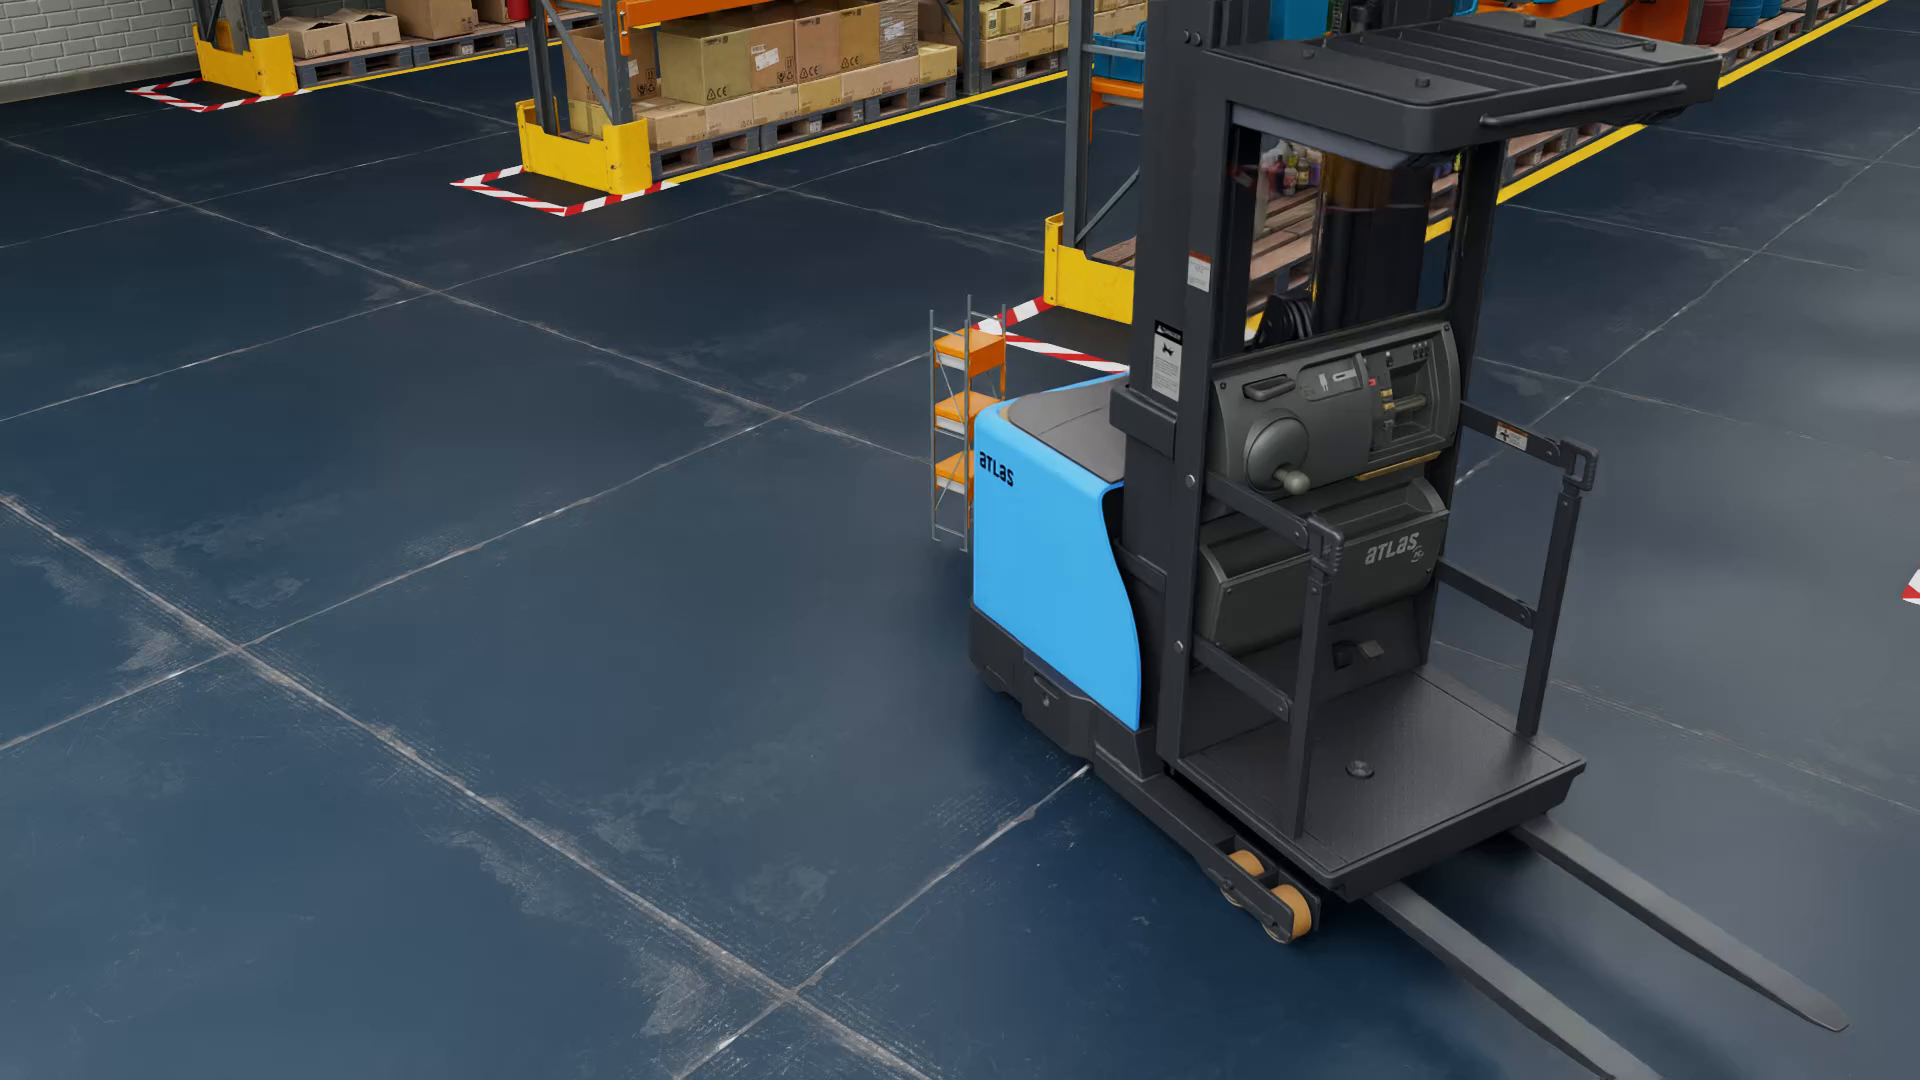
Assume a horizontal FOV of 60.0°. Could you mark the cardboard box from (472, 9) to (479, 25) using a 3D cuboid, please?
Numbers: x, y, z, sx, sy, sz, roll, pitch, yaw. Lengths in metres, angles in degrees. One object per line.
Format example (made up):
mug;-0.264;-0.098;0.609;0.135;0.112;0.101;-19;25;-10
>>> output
cardboard box;-5.107;-5.303;16.860;0.380;0.149;0.250;18;32;30

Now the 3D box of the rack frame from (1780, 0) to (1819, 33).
rack frame;8.658;-6.876;17.277;1.000;3.000;0.127;21;34;34

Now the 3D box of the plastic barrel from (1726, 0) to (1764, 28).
plastic barrel;7.849;-5.692;16.814;0.600;0.901;0.708;21;34;34

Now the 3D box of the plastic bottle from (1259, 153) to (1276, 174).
plastic bottle;2.037;-2.468;11.241;0.152;0.276;0.135;21;34;35

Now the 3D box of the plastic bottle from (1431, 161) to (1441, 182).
plastic bottle;3.261;-2.678;11.566;0.144;0.351;0.185;19;33;32

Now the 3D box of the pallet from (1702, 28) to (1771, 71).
pallet;7.360;-4.942;16.573;1.003;0.211;1.213;21;34;34

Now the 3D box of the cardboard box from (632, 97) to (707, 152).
cardboard box;-2.281;-3.161;12.631;0.500;0.250;0.500;21;34;34

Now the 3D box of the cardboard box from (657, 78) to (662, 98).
cardboard box;-2.372;-3.493;13.273;0.500;0.250;0.500;21;34;34

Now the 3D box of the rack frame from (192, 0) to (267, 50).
rack frame;-6.619;-5.517;14.650;1.000;3.000;0.127;21;34;34

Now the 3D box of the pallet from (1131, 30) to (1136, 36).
pallet;1.741;-5.388;17.435;1.003;0.211;1.213;21;34;34

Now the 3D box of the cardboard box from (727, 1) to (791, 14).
cardboard box;-1.739;-4.182;13.788;0.500;0.500;0.500;21;34;34

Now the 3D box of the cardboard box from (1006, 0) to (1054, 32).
cardboard box;0.528;-4.953;15.484;0.500;0.311;0.500;20;34;34

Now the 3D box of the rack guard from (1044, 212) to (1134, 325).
rack guard;1.038;-1.552;9.706;1.175;0.500;0.348;21;34;34

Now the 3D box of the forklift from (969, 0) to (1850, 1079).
forklift;1.239;-0.354;4.745;1.130;2.935;3.031;-16;31;-28

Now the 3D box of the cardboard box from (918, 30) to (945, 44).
cardboard box;-0.210;-4.686;15.579;0.500;0.250;0.500;20;34;34

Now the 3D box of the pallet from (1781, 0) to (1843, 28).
pallet;9.096;-5.910;18.444;1.003;0.211;1.213;21;34;34

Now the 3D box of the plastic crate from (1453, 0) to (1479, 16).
plastic crate;3.075;-3.502;10.917;0.499;0.251;0.616;21;34;34

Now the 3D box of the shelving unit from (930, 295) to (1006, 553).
shelving unit;0.034;-0.485;7.045;0.215;1.050;0.252;21;34;34

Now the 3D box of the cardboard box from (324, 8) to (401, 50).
cardboard box;-5.747;-4.939;15.981;0.500;0.311;0.500;24;36;38

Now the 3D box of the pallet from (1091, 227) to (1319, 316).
pallet;1.559;-1.710;10.326;1.003;0.211;1.213;21;34;34

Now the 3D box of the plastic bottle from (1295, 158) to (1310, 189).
plastic bottle;2.349;-2.524;11.431;0.097;0.201;0.097;0;27;0

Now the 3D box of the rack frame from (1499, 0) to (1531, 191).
rack frame;3.570;-4.040;11.794;1.000;3.000;0.127;21;34;34

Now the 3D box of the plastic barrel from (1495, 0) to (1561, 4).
plastic barrel;4.049;-4.311;11.773;0.600;0.901;0.708;21;34;34

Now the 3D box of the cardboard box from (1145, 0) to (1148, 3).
cardboard box;1.826;-5.677;16.885;0.500;0.311;0.500;20;34;34

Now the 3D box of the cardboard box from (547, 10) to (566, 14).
cardboard box;-4.392;-5.674;17.558;0.380;0.166;0.250;16;31;28

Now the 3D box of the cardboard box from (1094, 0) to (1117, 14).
cardboard box;1.182;-5.322;16.199;0.500;0.311;0.500;22;34;36

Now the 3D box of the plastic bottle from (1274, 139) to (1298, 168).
plastic bottle;2.227;-2.610;11.435;0.144;0.351;0.185;22;35;36

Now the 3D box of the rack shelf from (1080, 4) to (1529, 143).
rack shelf;2.298;-3.011;10.589;1.077;0.370;4.000;21;34;34

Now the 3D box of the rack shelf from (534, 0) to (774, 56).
rack shelf;-1.522;-4.460;13.390;1.077;0.370;4.000;21;34;34

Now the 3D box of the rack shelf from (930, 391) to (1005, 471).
rack shelf;0.034;-0.476;7.050;0.215;0.259;0.240;21;34;34

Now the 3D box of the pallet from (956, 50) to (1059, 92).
pallet;0.189;-4.523;15.763;1.003;0.211;1.213;21;34;34

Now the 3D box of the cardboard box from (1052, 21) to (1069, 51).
cardboard box;0.851;-4.890;15.973;0.500;0.250;0.500;20;33;33

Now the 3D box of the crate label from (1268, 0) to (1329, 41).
crate label;1.988;-3.369;10.459;0.502;0.435;0.616;21;34;34

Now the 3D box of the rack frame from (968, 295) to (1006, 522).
rack frame;0.112;-0.529;7.129;0.200;1.050;0.008;21;34;34

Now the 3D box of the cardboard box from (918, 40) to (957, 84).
cardboard box;-0.376;-4.226;14.689;0.500;0.250;0.500;21;34;34

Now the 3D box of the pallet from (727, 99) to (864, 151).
pallet;-1.564;-3.546;13.875;1.003;0.211;1.213;21;34;34

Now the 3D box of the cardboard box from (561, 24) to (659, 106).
cardboard box;-2.683;-3.646;12.753;0.500;0.500;0.500;21;34;34

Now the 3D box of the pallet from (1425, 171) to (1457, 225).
pallet;3.111;-2.575;11.998;1.003;0.211;1.213;21;34;34

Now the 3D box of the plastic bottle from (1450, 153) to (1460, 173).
plastic bottle;3.518;-2.762;11.801;0.061;0.283;0.133;23;35;37

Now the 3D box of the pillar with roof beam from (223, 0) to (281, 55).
pillar with roof beam;-3.519;-7.424;11.808;9.100;9.000;0.400;21;34;34

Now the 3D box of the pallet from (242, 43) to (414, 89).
pallet;-6.027;-4.583;15.880;1.003;0.211;1.213;21;34;34

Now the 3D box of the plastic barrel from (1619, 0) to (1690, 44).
plastic barrel;6.412;-4.859;15.283;0.600;0.830;0.708;21;34;34

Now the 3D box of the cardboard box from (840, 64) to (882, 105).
cardboard box;-1.009;-3.870;14.001;0.500;0.250;0.500;21;34;34

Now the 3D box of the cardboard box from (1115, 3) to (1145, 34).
cardboard box;1.501;-5.253;16.675;0.500;0.250;0.500;22;34;36

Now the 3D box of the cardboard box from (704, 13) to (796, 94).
cardboard box;-1.657;-3.853;13.152;0.500;0.500;0.500;21;34;34

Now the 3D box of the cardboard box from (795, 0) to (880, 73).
cardboard box;-1.018;-4.207;13.836;0.500;0.500;0.500;21;34;34

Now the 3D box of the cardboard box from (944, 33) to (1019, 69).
cardboard box;0.198;-4.525;15.267;0.500;0.250;0.500;20;33;33

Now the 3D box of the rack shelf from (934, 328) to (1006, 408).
rack shelf;0.034;-0.728;6.920;0.215;0.259;0.240;21;34;34

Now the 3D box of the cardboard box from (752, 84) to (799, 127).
cardboard box;-1.648;-3.516;13.318;0.500;0.250;0.500;21;34;34

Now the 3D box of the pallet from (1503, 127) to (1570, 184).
pallet;4.039;-3.091;12.995;1.003;0.211;1.213;21;34;34

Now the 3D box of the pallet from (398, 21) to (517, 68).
pallet;-5.250;-5.014;16.712;1.003;0.211;1.213;21;34;34
